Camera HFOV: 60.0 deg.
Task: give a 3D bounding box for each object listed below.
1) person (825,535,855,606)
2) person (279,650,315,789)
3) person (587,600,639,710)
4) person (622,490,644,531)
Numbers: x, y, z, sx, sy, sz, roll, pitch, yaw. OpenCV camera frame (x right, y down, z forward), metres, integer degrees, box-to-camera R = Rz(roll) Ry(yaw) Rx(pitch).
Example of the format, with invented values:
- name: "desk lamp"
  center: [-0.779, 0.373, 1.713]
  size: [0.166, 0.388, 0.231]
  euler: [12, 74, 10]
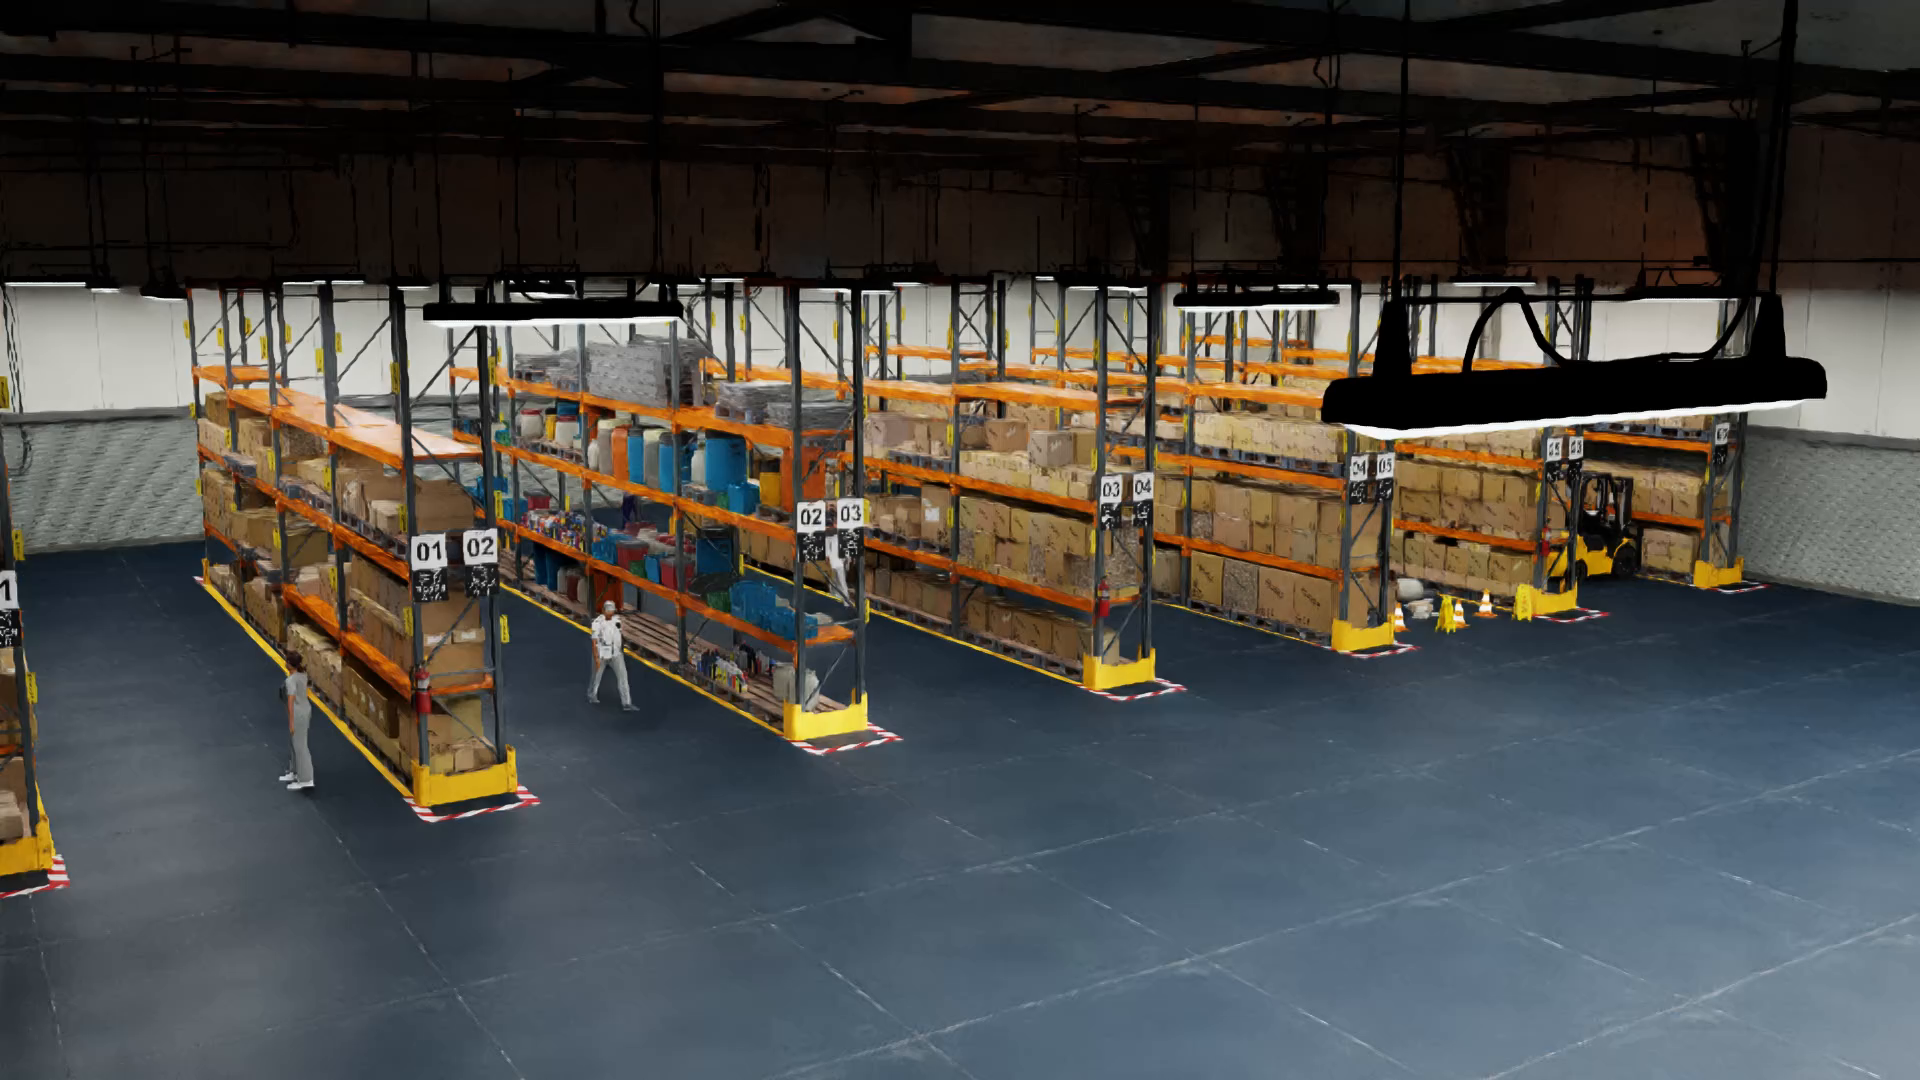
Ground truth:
- name: "person"
  center: [-2.066, 0.268, 29.516]
  size: [0.589, 1.697, 1.175]
  euler: [-6, 11, -33]
- name: "person"
  center: [-8.068, 2.149, 20.129]
  size: [0.477, 1.675, 0.487]
  euler: [0, 10, -1]
- name: "person"
  center: [-4.990, 1.612, 23.578]
  size: [0.497, 1.580, 1.091]
  euler: [-7, 12, -34]
- name: "person"
  center: [-7.615, -0.902, 38.443]
  size: [0.614, 1.634, 0.609]
  euler: [7, 12, 34]
